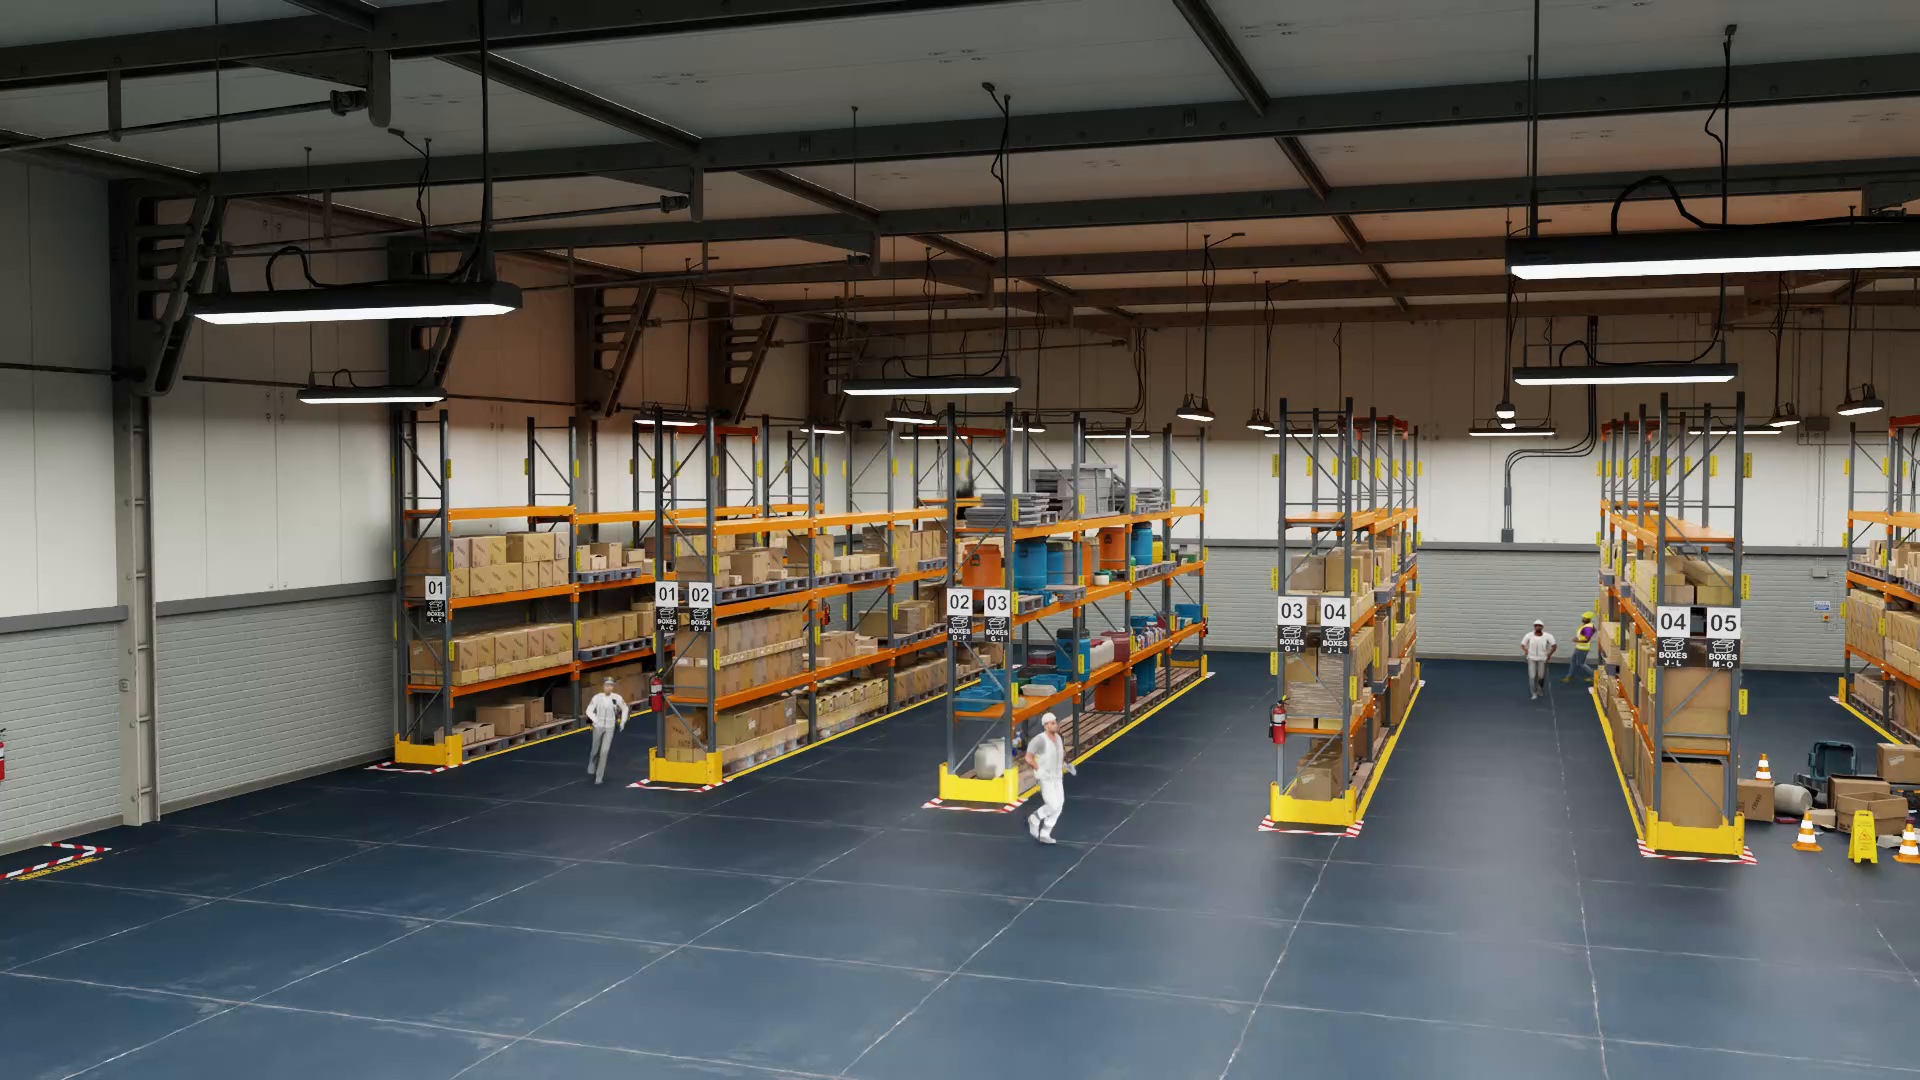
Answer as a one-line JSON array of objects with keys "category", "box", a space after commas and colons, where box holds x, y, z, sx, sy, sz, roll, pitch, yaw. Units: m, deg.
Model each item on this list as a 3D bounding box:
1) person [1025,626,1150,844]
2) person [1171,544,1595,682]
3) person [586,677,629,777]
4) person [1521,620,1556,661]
[{"category": "person", "box": [2.595, 2.895, 28.717, 7.674, 1.739, 12.030, 2, 3, 44]}, {"category": "person", "box": [9.895, 1.709, 39.568, 9.889, 3.179, 1.887, 1, 3, 21]}, {"category": "person", "box": [-5.681, 2.986, 26.808, 0.675, 1.601, 0.635, 0, 2, -11]}, {"category": "person", "box": [12.576, 2.181, 36.171, 0.712, 0.894, 0.357, 1, 3, 23]}]
